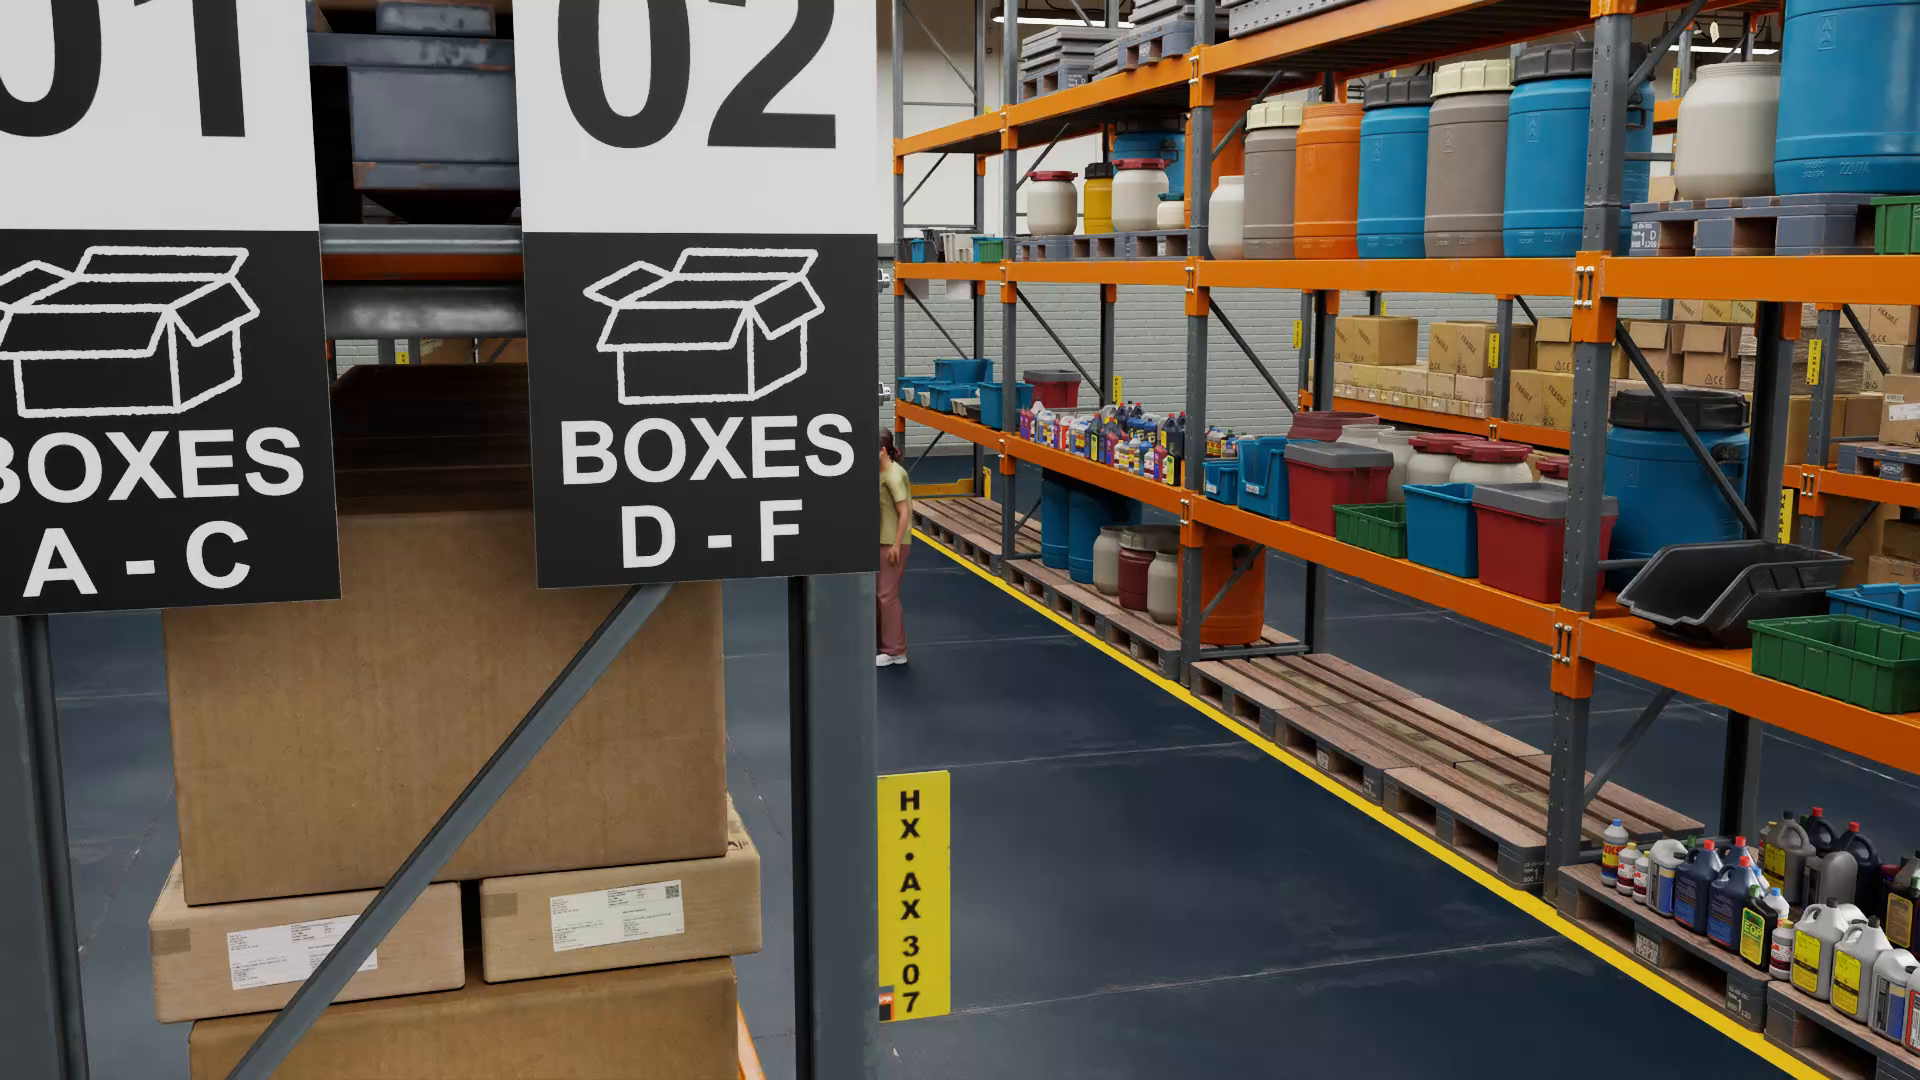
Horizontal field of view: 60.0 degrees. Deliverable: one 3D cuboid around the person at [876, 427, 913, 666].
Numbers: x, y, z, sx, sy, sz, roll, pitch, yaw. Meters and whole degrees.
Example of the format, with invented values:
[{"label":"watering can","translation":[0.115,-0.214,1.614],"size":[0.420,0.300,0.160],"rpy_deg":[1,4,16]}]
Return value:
[{"label":"person","translation":[-0.524,0.036,11.665],"size":[0.356,1.672,0.521],"rpy_deg":[-3,10,-19]}]
